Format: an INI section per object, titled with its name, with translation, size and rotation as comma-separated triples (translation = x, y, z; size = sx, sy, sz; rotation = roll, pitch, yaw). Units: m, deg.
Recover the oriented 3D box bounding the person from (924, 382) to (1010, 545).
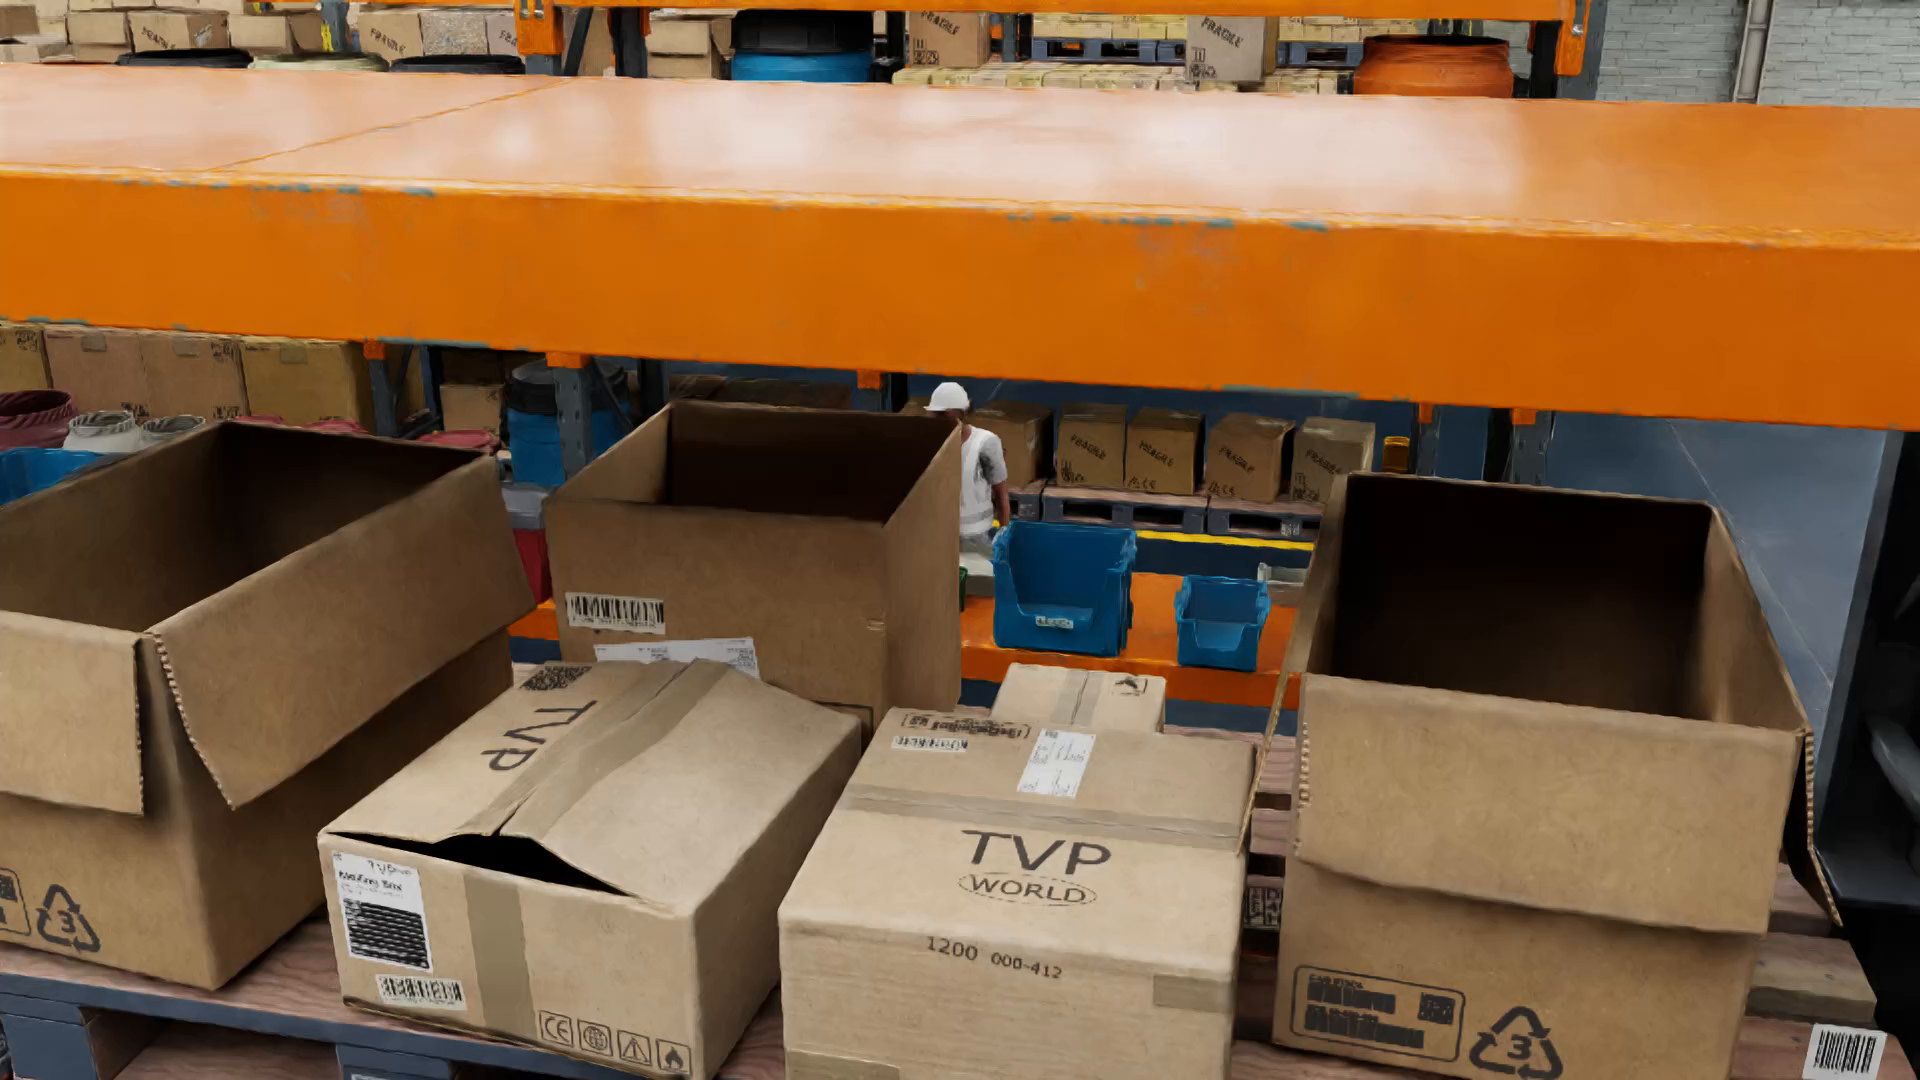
[person]
translation = 0.039, -0.055, 9.697
size = 0.660, 1.779, 0.568
rotation = 9, 23, 22
